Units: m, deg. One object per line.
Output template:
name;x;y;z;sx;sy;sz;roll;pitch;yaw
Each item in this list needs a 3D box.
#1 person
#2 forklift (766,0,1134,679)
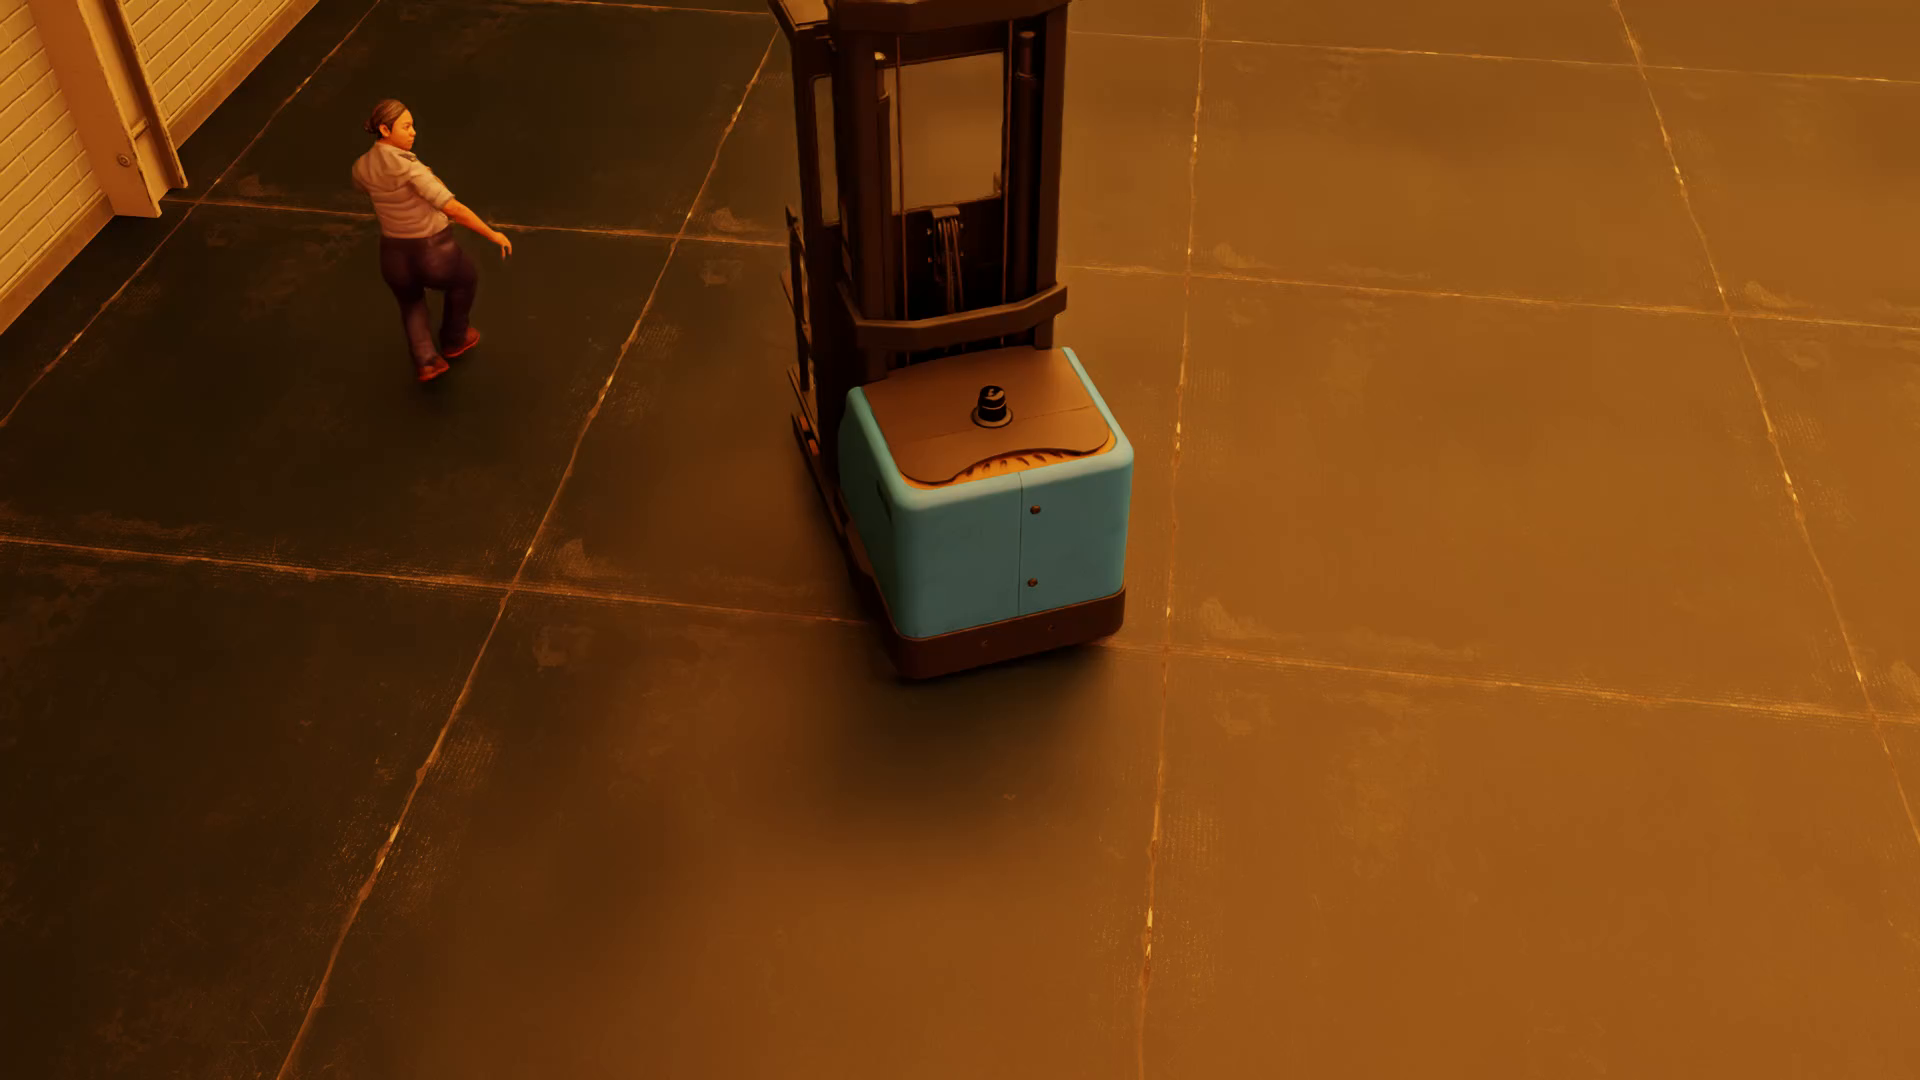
person;-2.647;-1.534;8.445;0.817;1.524;0.795;6;43;6
forklift;-0.208;-1.493;7.349;1.130;2.935;3.031;-12;44;-13
